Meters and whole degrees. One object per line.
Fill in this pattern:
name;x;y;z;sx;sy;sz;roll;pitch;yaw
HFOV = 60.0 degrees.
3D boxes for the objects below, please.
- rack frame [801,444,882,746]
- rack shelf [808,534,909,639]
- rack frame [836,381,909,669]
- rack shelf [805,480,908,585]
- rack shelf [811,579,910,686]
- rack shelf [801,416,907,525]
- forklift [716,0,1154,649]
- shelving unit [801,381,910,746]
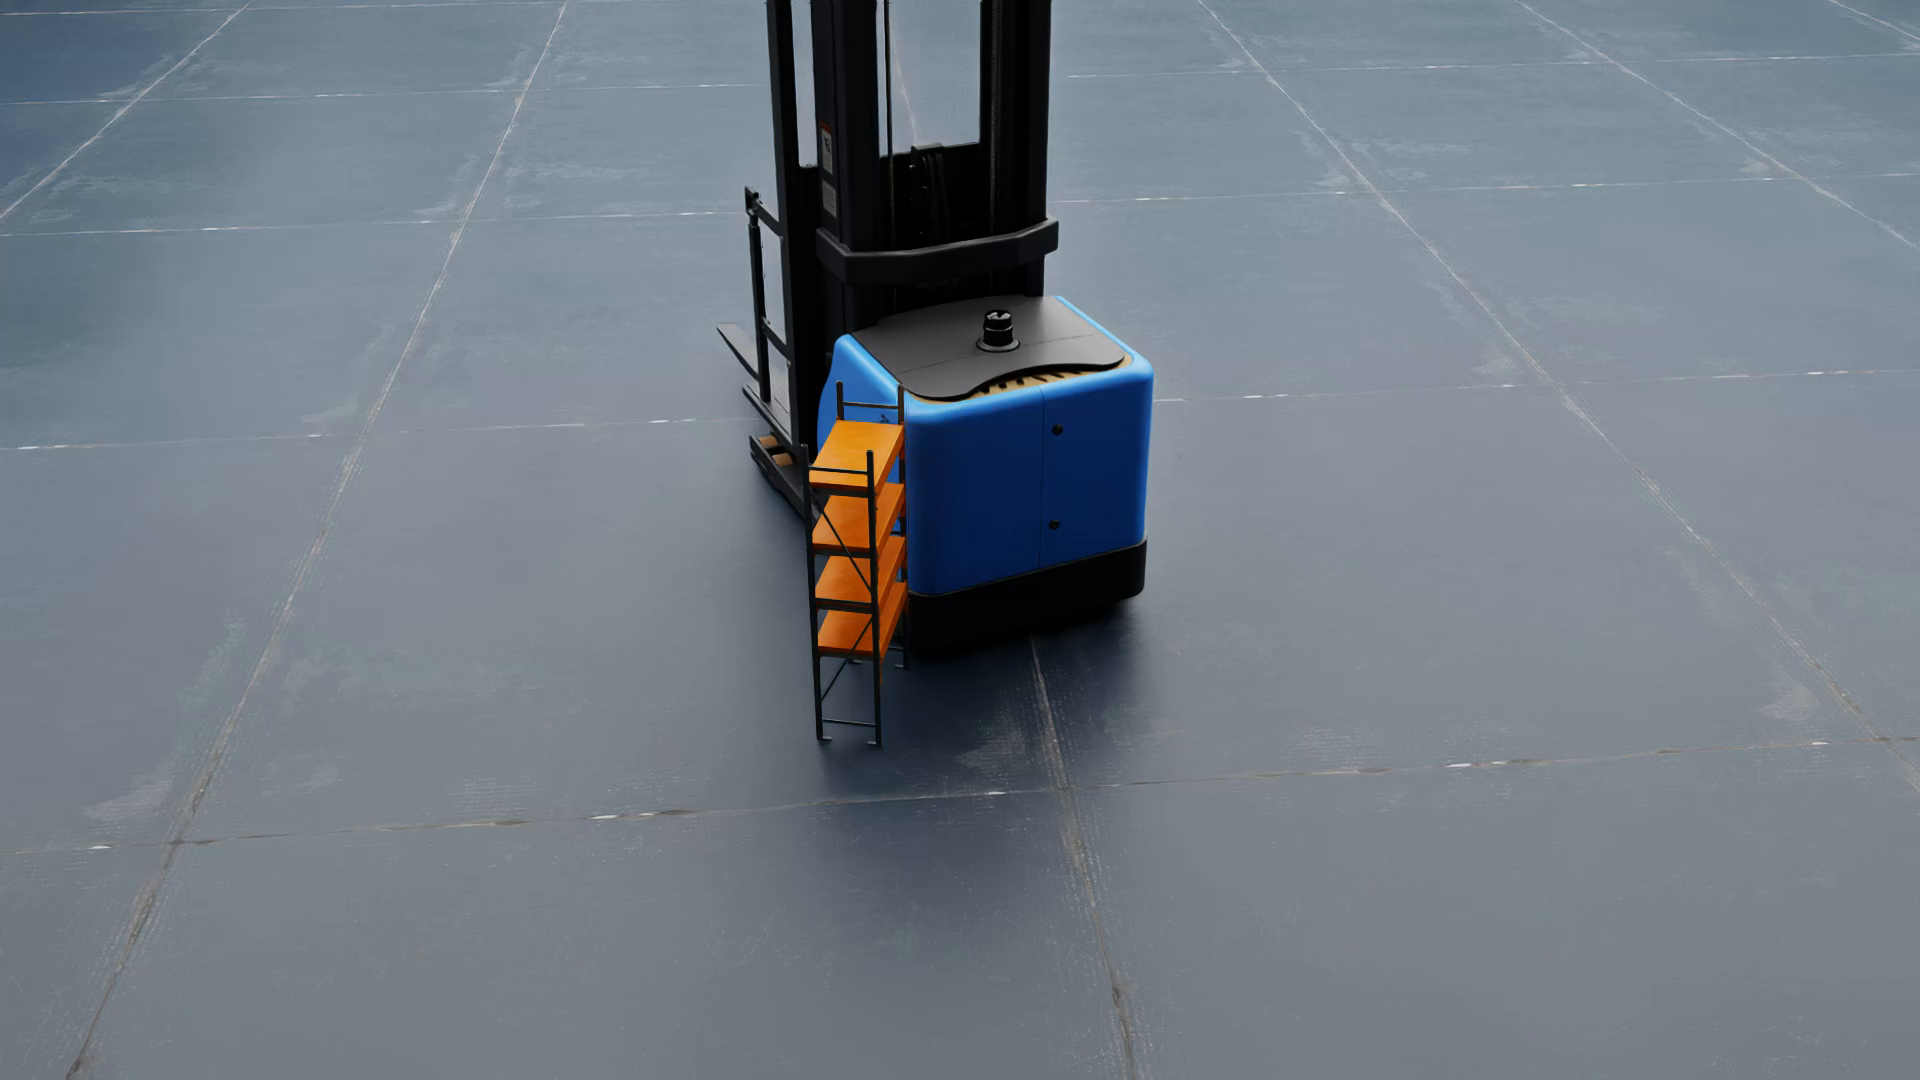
rack frame;-0.401;0.215;5.719;0.240;1.200;0.015;5;31;9
rack shelf;-0.358;0.150;5.960;0.258;0.148;0.480;5;31;9
rack frame;-0.315;-0.031;6.132;0.240;1.200;0.015;5;31;9
rack shelf;-0.358;-0.042;5.845;0.258;0.148;0.480;5;31;9
rack shelf;-0.358;0.320;6.062;0.258;0.148;0.480;5;31;9
rack shelf;-0.358;-0.245;5.724;0.258;0.148;0.480;5;31;9
forklift;-0.330;-1.576;7.030;1.130;2.935;3.031;-14;33;-21
shelving unit;-0.358;0.092;5.925;0.258;1.200;0.503;5;31;9
